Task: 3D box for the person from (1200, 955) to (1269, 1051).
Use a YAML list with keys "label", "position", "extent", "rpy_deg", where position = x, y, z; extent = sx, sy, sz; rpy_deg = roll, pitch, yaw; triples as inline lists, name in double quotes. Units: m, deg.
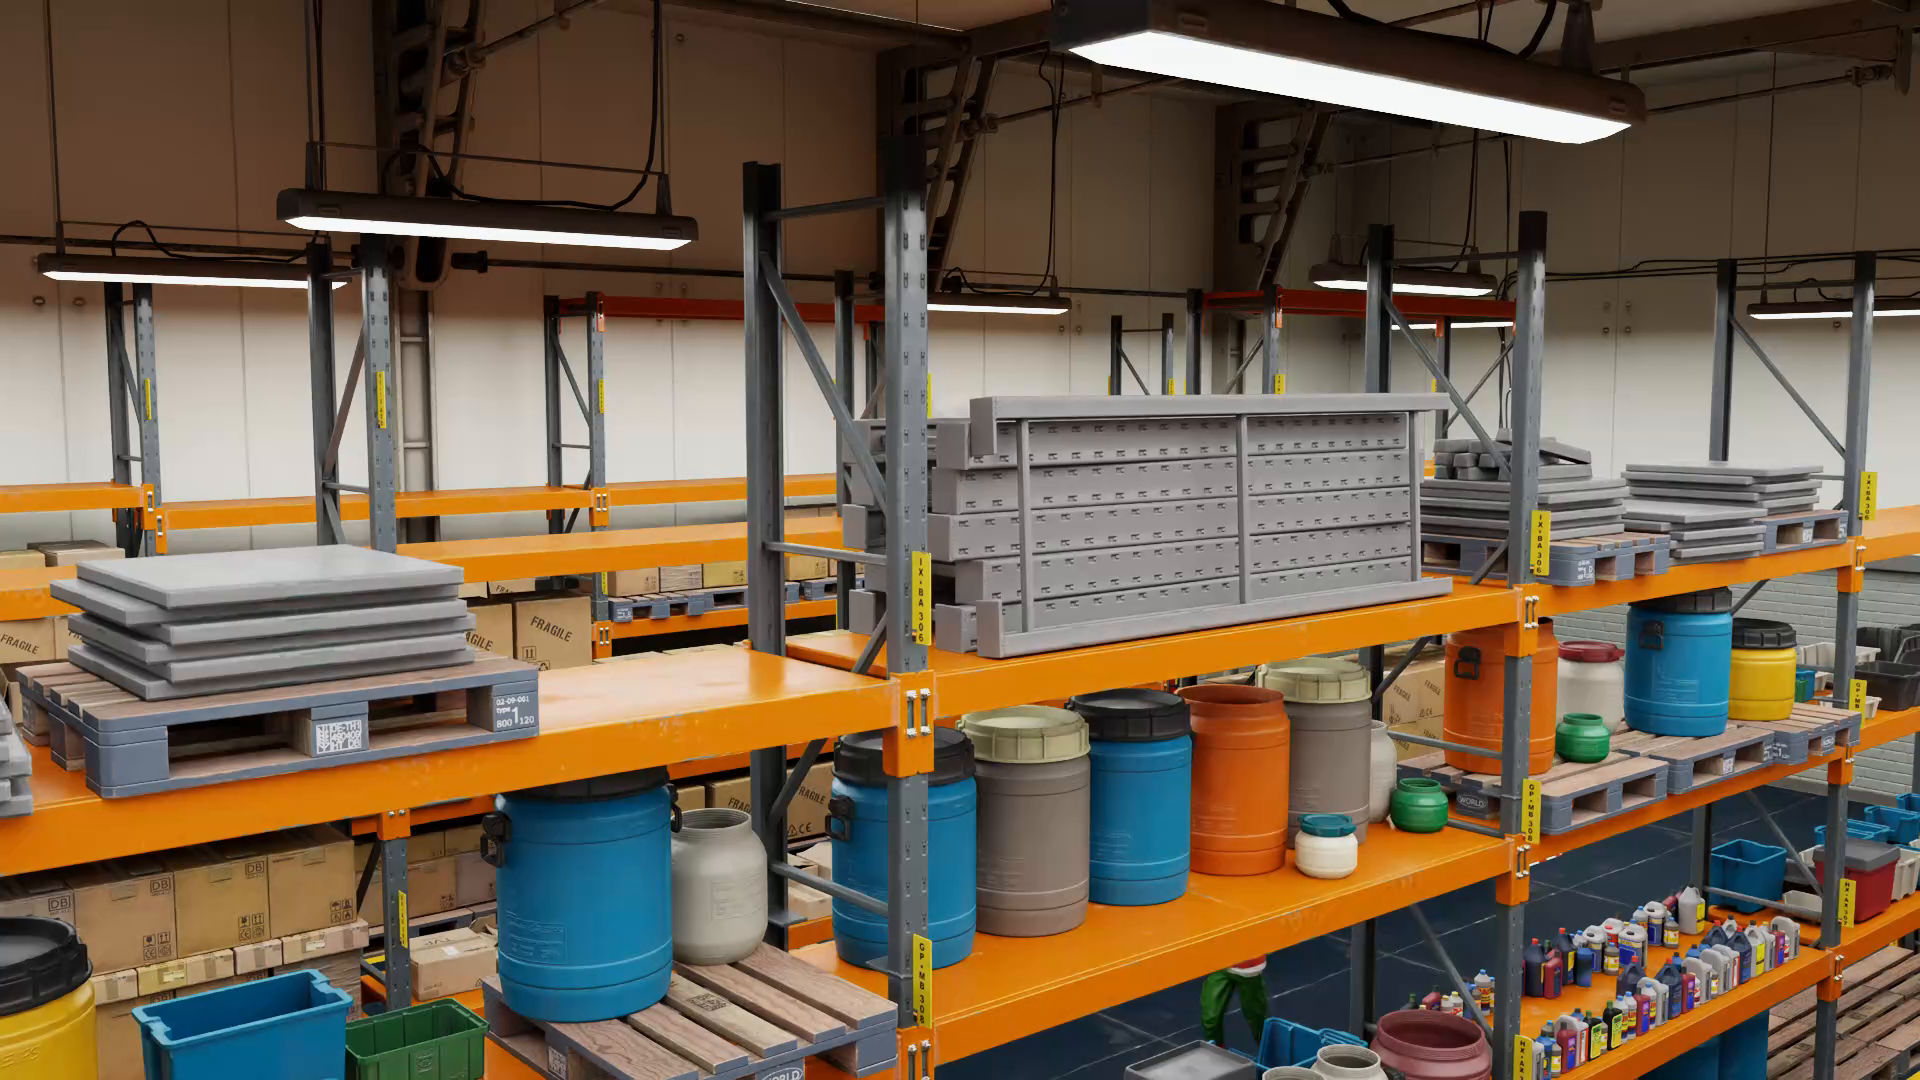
- label: "person"
  position: [2.008, 3.111, 11.972]
  extent: [0.649, 1.837, 0.835]
  rpy_deg: [4, 7, 38]
